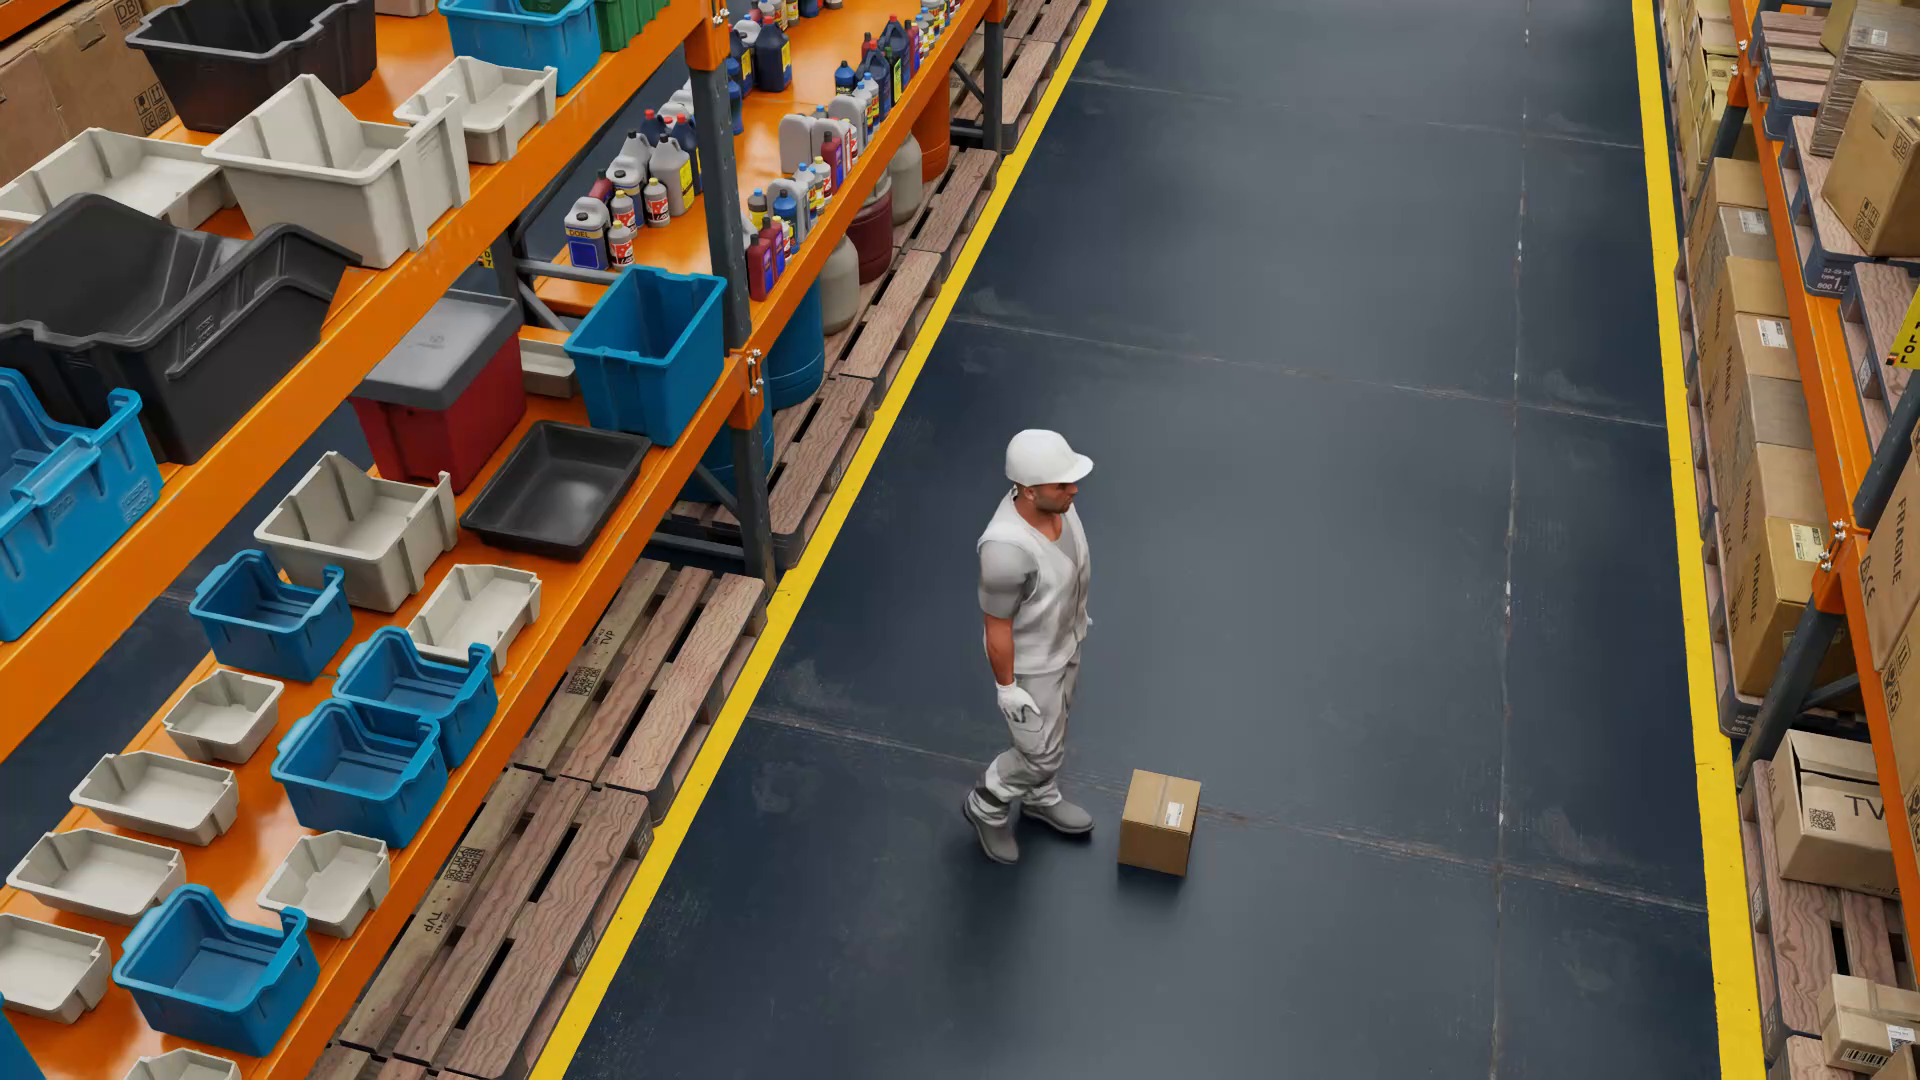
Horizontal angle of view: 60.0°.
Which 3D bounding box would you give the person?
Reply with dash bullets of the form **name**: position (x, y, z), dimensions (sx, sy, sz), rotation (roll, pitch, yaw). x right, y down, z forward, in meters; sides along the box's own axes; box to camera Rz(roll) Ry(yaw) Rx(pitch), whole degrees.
- **person**: position (0.285, 0.371, 5.706), dimensions (0.466, 1.819, 0.565), rotation (17, 43, 19)
